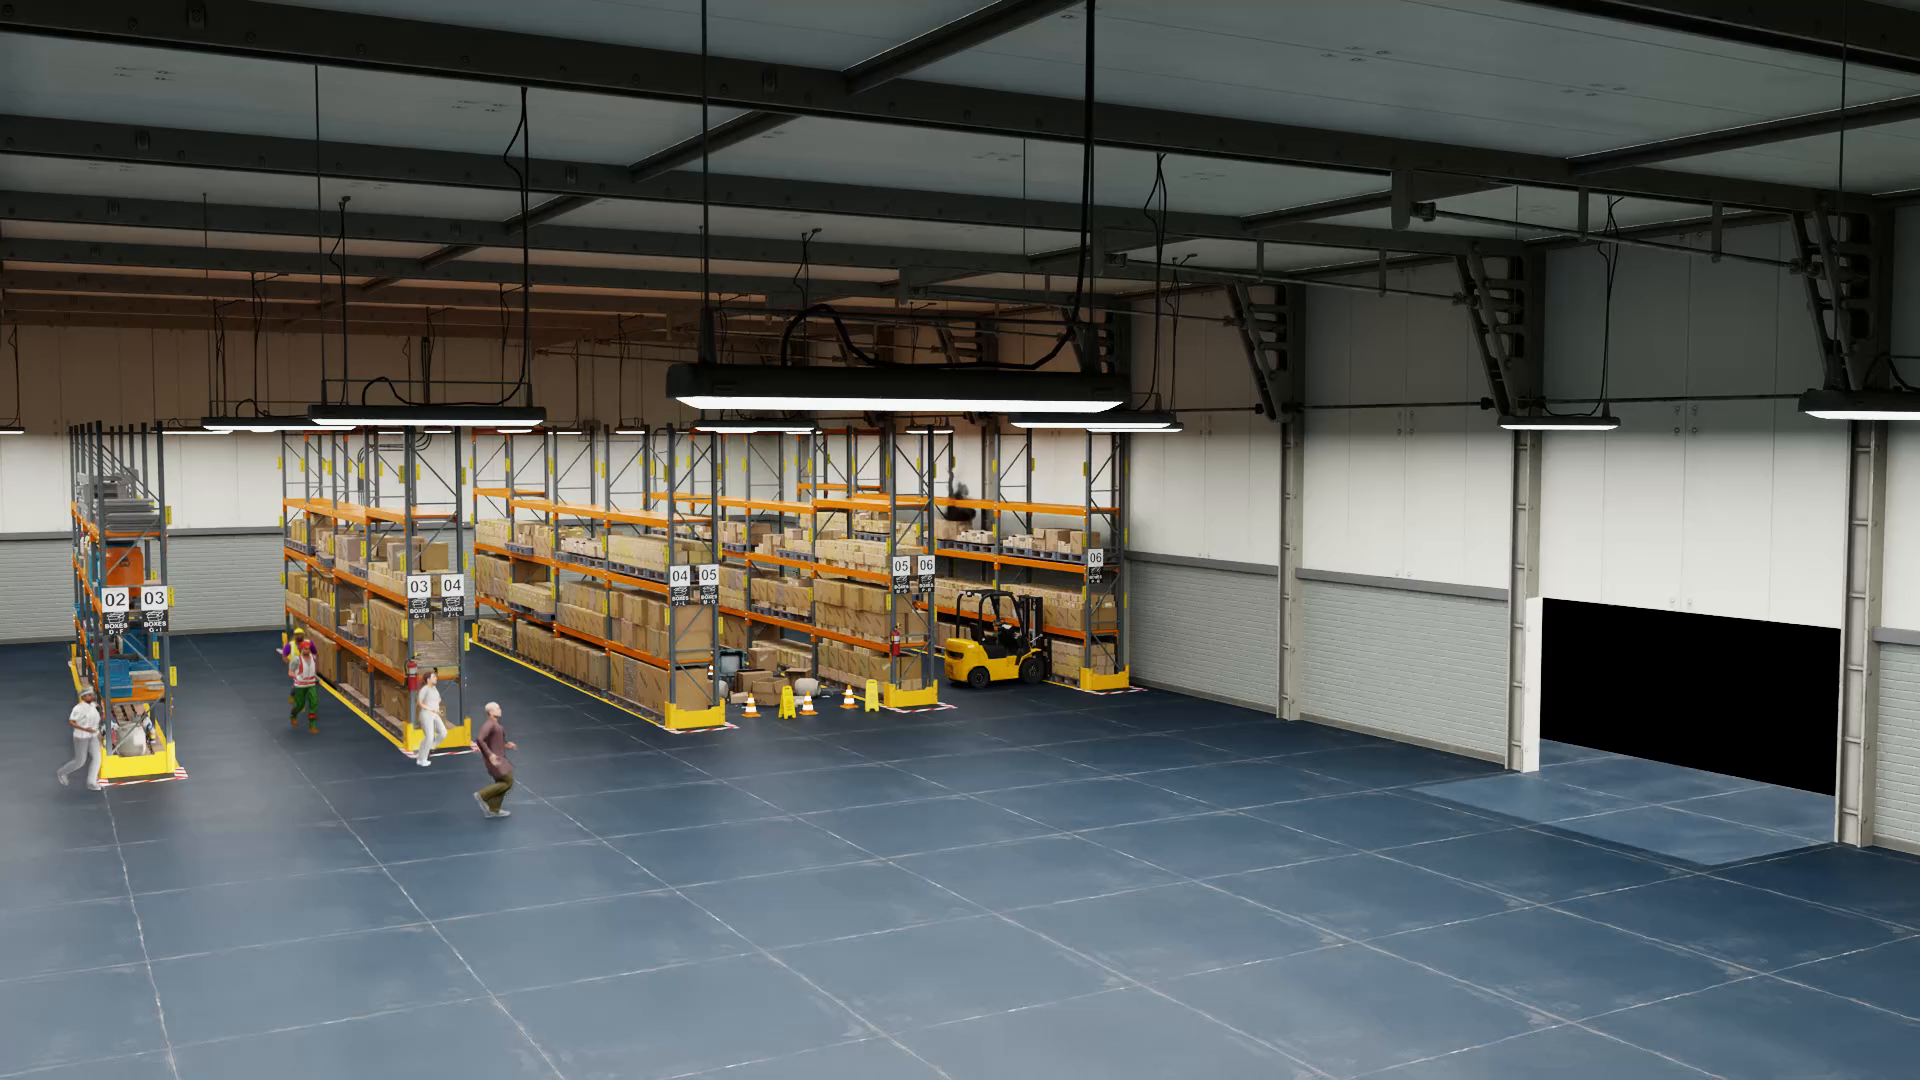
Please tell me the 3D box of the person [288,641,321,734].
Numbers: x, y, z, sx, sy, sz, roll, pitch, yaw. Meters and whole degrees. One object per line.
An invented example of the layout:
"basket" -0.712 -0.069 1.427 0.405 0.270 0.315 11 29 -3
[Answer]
"person" -12.716 2.831 32.235 0.633 1.776 0.985 -3 5 -44

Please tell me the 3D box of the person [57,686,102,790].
"person" -14.259 3.215 27.085 0.807 1.685 0.607 1 4 17

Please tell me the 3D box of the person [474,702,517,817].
"person" -6.985 3.307 25.013 0.635 1.733 0.716 -1 4 -12

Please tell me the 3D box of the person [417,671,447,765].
"person" -9.259 3.108 29.161 0.512 1.631 0.580 1 4 16

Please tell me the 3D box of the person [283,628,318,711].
"person" -13.858 2.706 34.959 0.698 1.741 0.662 -2 4 -27
